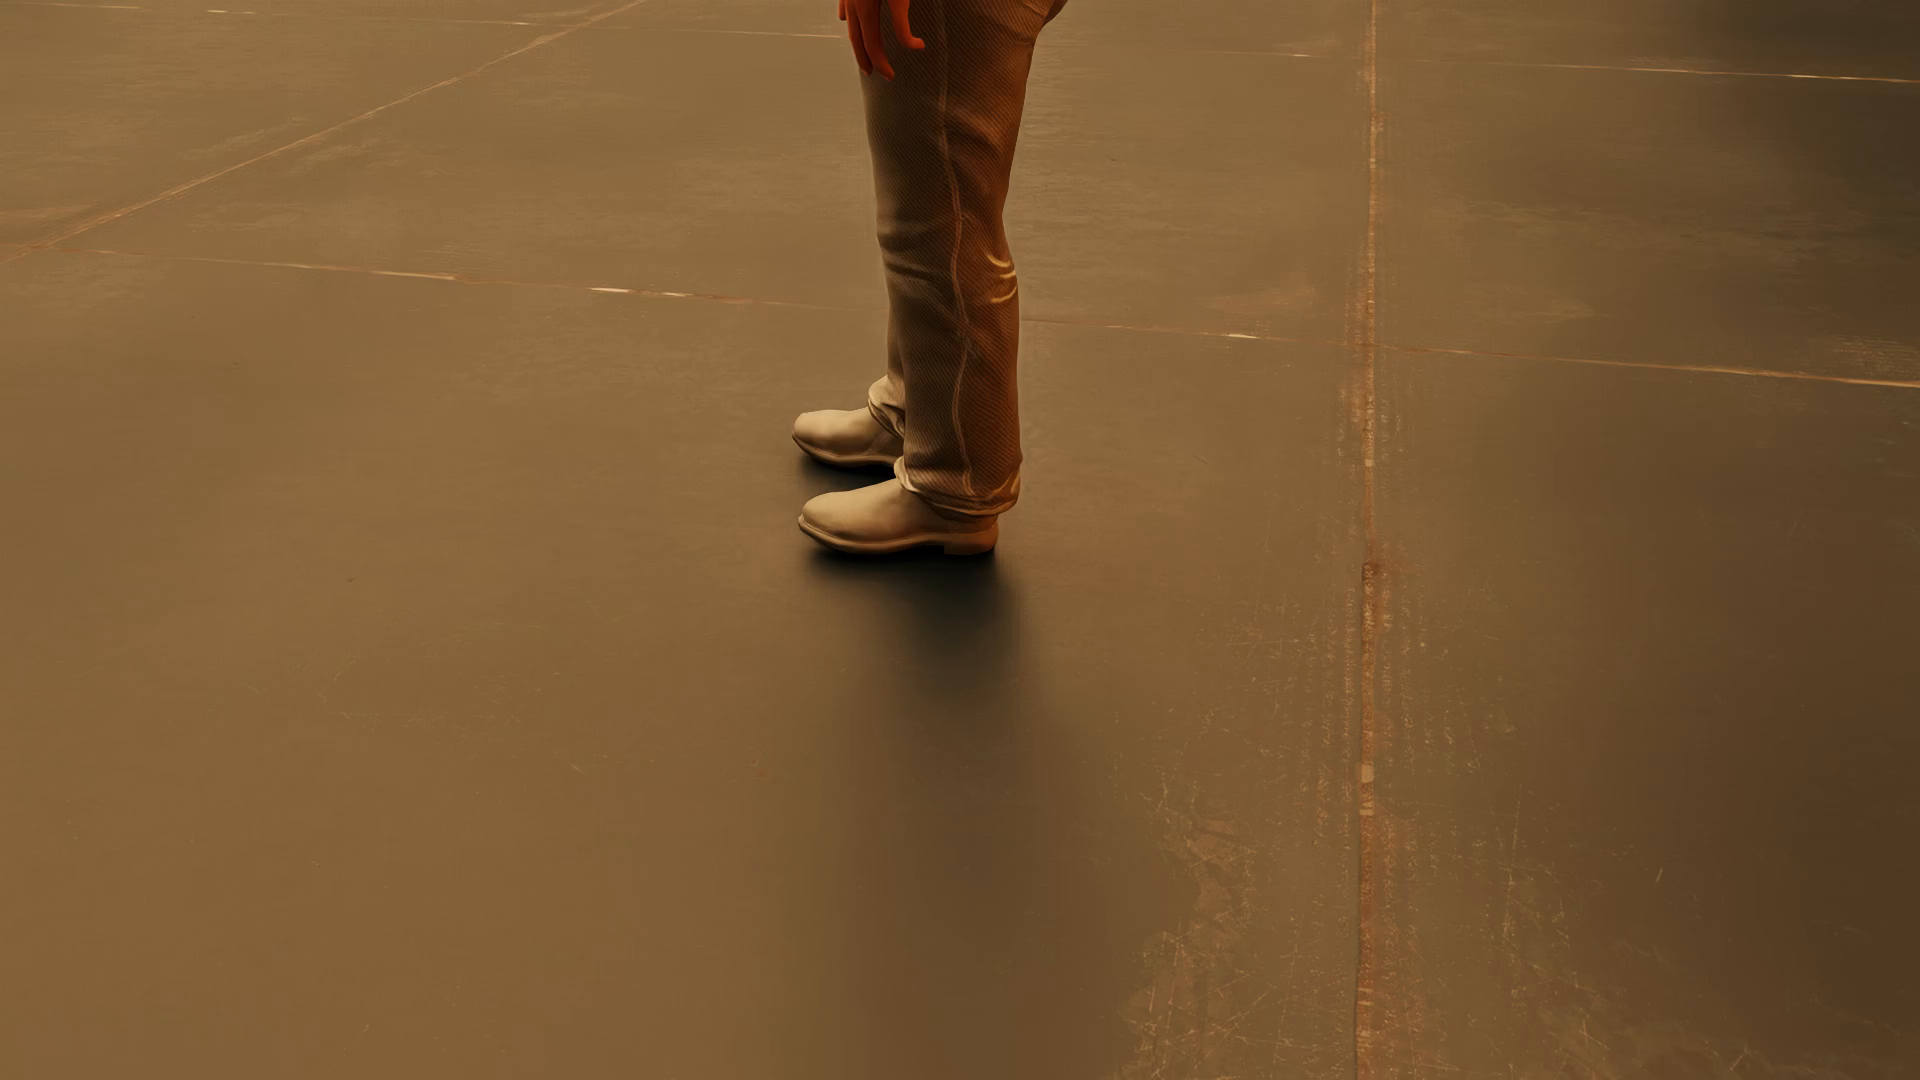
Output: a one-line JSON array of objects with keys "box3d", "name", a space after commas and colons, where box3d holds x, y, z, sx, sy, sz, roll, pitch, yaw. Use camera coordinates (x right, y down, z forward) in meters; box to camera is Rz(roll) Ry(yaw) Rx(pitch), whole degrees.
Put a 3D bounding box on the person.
[{"box3d": [-0.059, -0.808, 2.116, 0.568, 1.774, 0.633, 6, 27, 11], "name": "person"}]
